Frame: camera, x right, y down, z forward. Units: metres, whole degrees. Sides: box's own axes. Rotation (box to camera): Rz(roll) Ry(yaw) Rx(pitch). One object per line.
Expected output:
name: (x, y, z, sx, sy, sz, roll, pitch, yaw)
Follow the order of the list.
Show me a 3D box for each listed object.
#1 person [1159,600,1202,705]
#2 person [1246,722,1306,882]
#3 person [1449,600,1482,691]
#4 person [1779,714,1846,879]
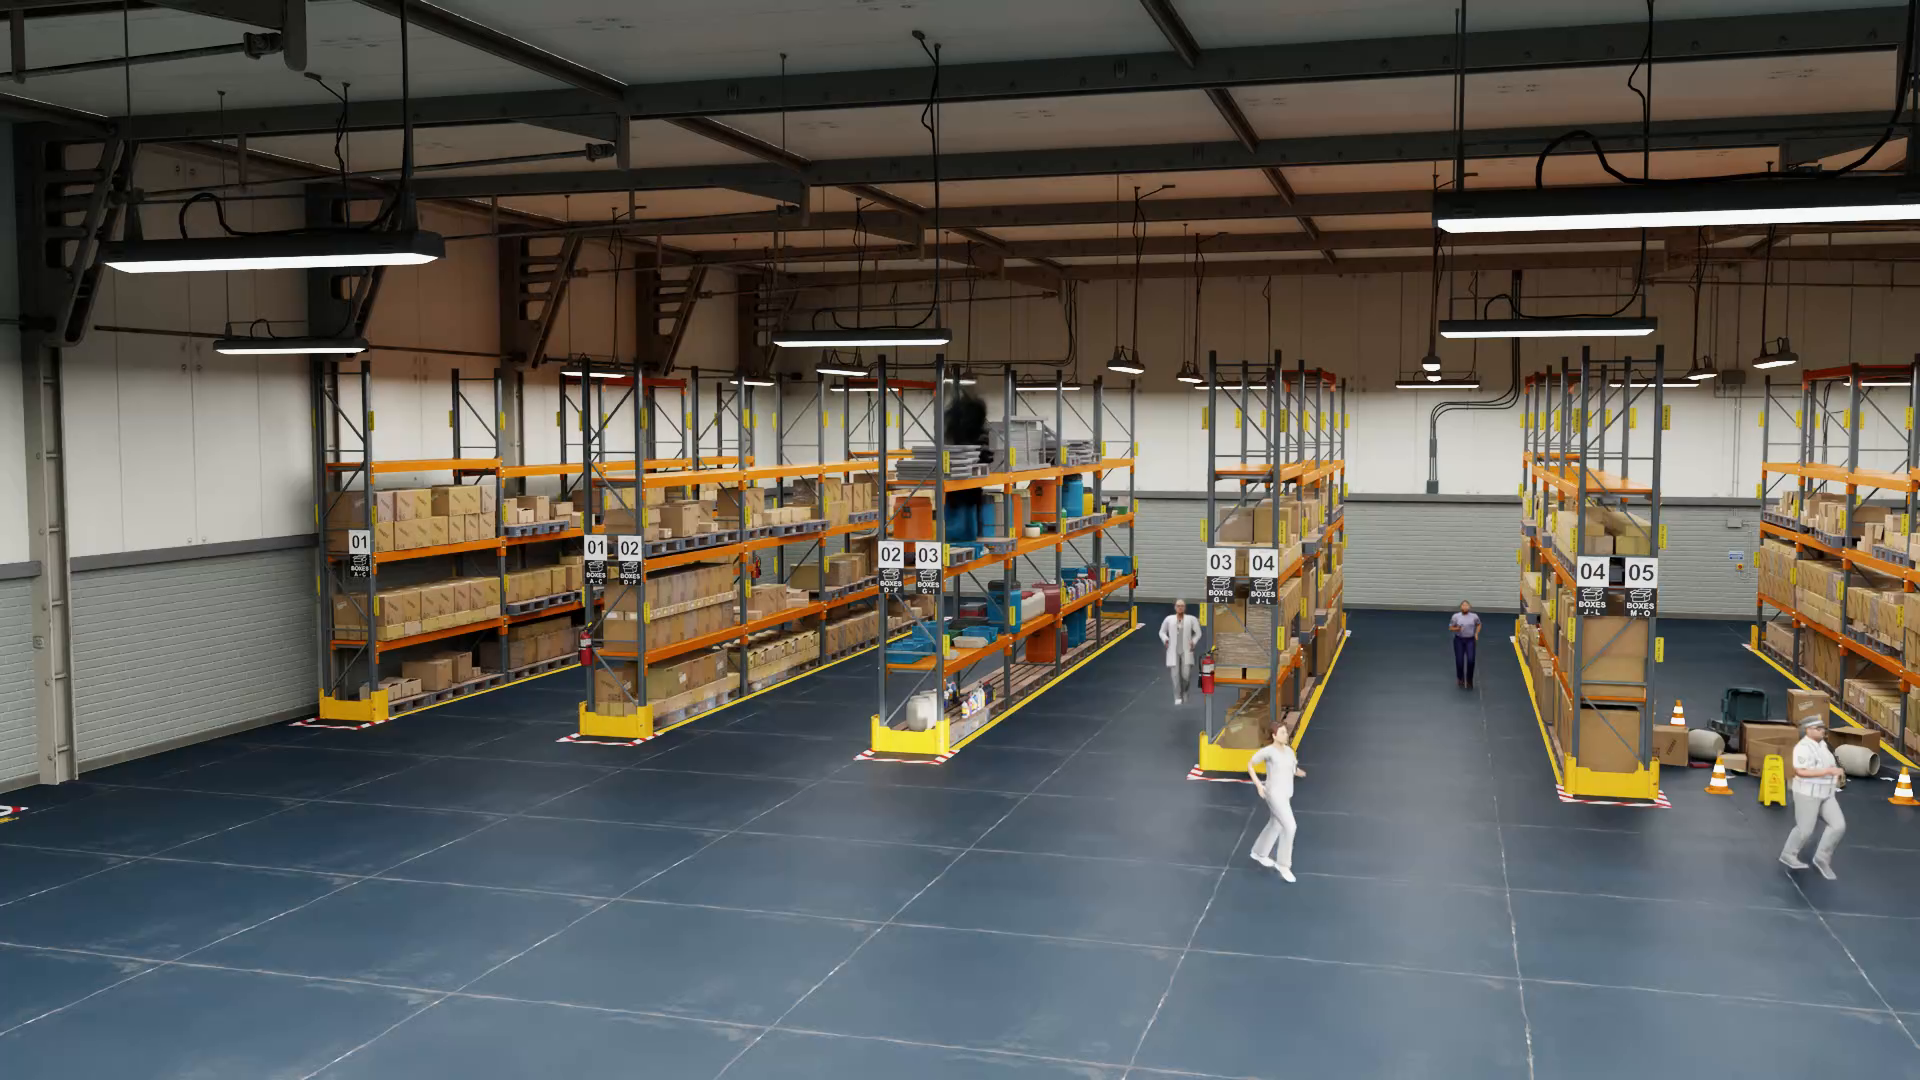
person: (3.652, 1.875, 27.621, 0.706, 1.752, 0.615, 1, 4, 10)
person: (3.491, 2.857, 18.326, 0.538, 1.722, 0.753, -4, 6, -44)
person: (9.445, 1.972, 31.093, 0.582, 1.695, 0.680, 1, 4, 16)
person: (9.406, 2.824, 18.267, 0.639, 1.843, 0.723, -2, 5, -27)
